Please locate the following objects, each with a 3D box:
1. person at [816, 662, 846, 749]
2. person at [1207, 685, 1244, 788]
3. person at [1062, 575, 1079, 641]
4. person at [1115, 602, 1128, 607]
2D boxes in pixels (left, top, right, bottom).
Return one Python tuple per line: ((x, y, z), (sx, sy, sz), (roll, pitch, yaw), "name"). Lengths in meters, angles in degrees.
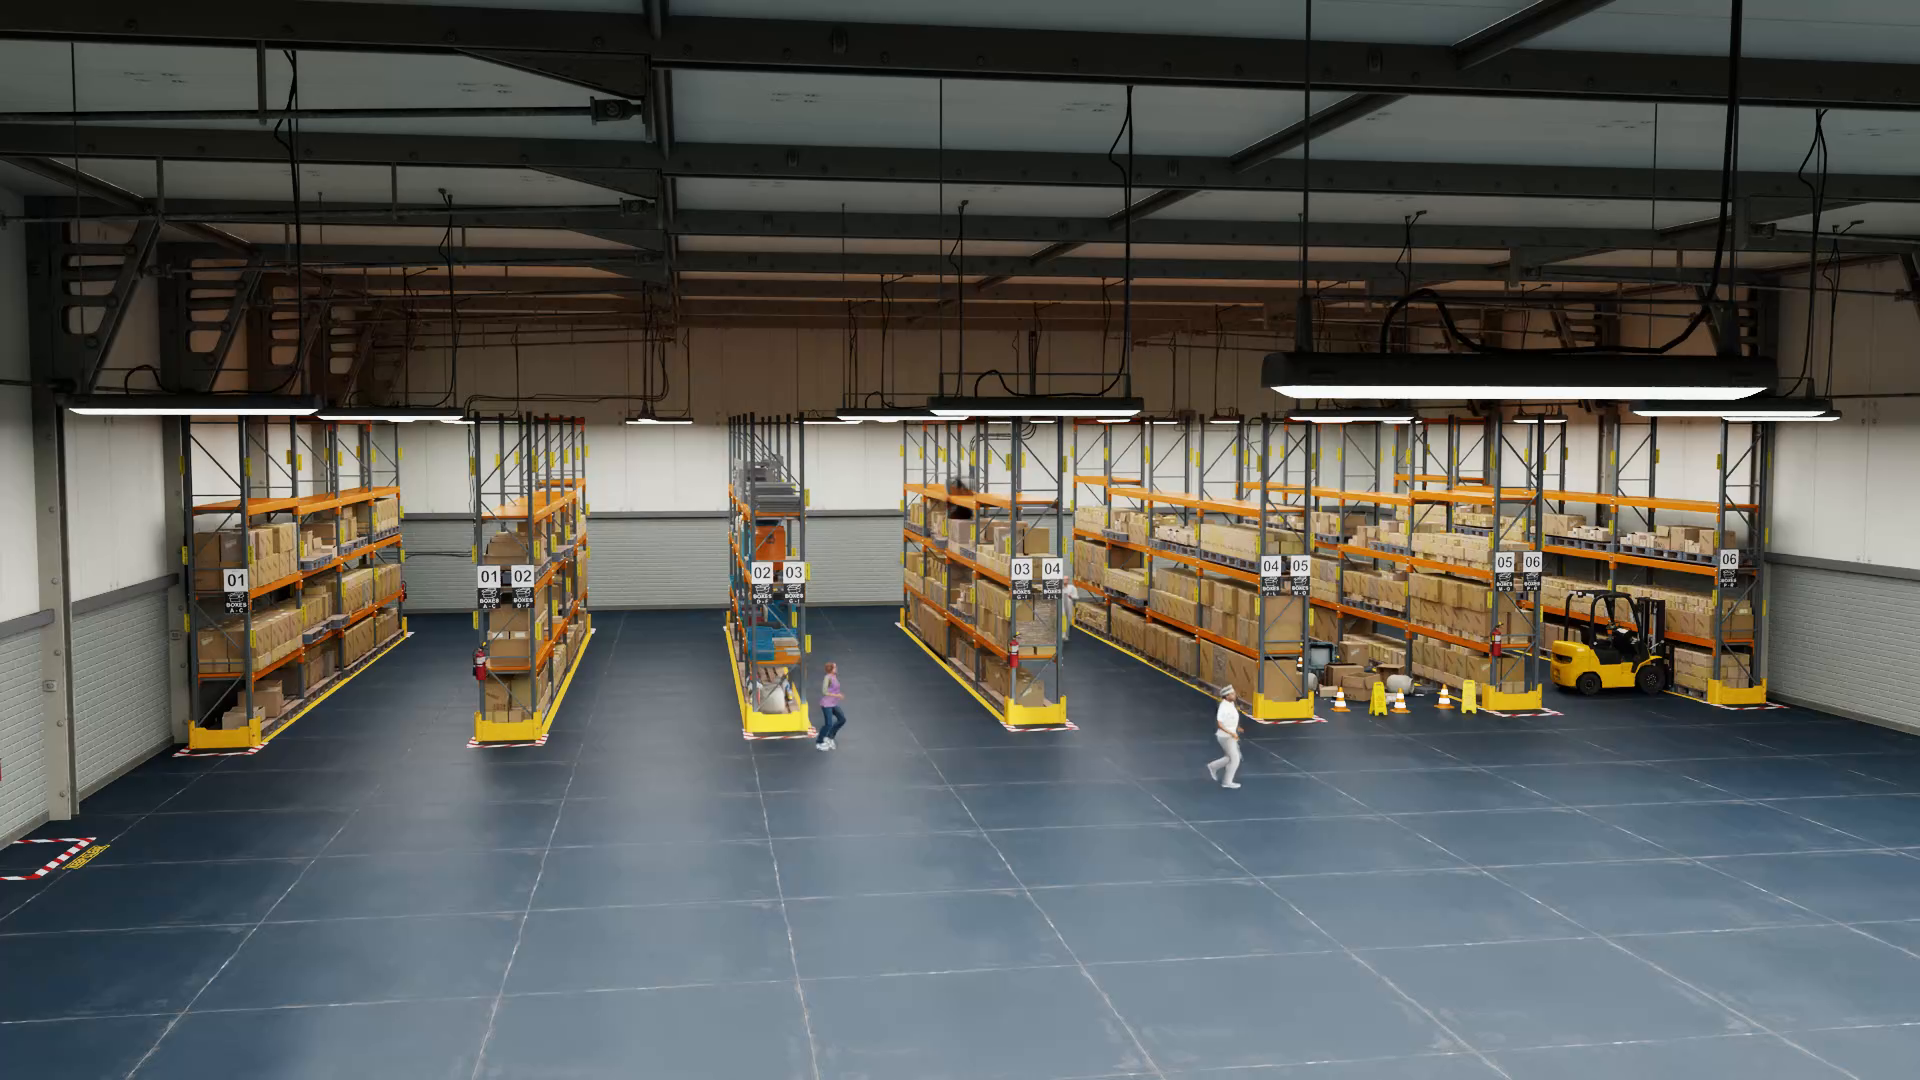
((-2.271, 2.932, 29.403), (0.626, 1.582, 0.543), (2, 4, 22), "person")
((4.197, 3.105, 26.342), (0.581, 1.650, 0.562), (1, 4, 18), "person")
((2.775, 1.814, 43.799), (0.680, 1.739, 0.923), (0, 4, -6), "person")
((4.826, 1.520, 49.776), (0.758, 1.686, 0.752), (3, 5, 42), "person")
